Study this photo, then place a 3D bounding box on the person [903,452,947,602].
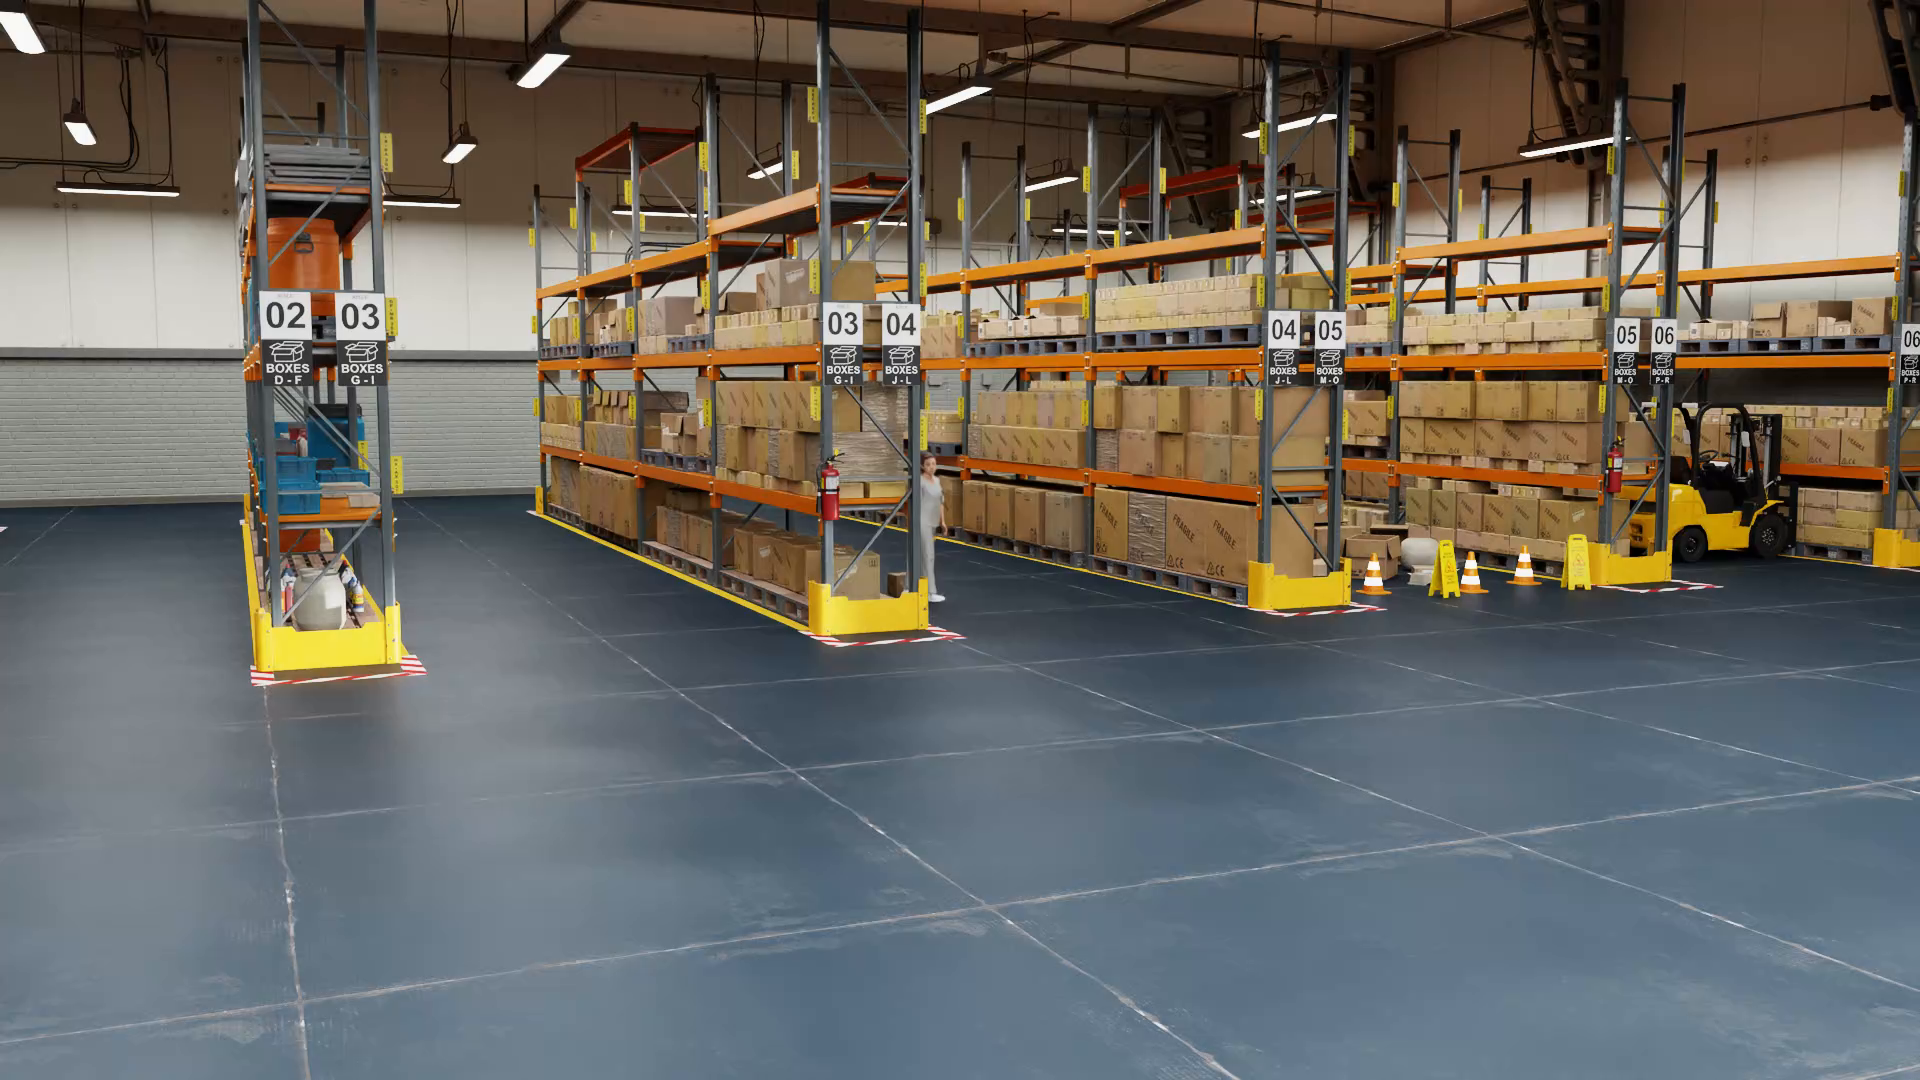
[{"bbox_3d":[-0.388,-0.150,18.550,0.646,1.667,0.491,3,6,30],"label":"person"}]
